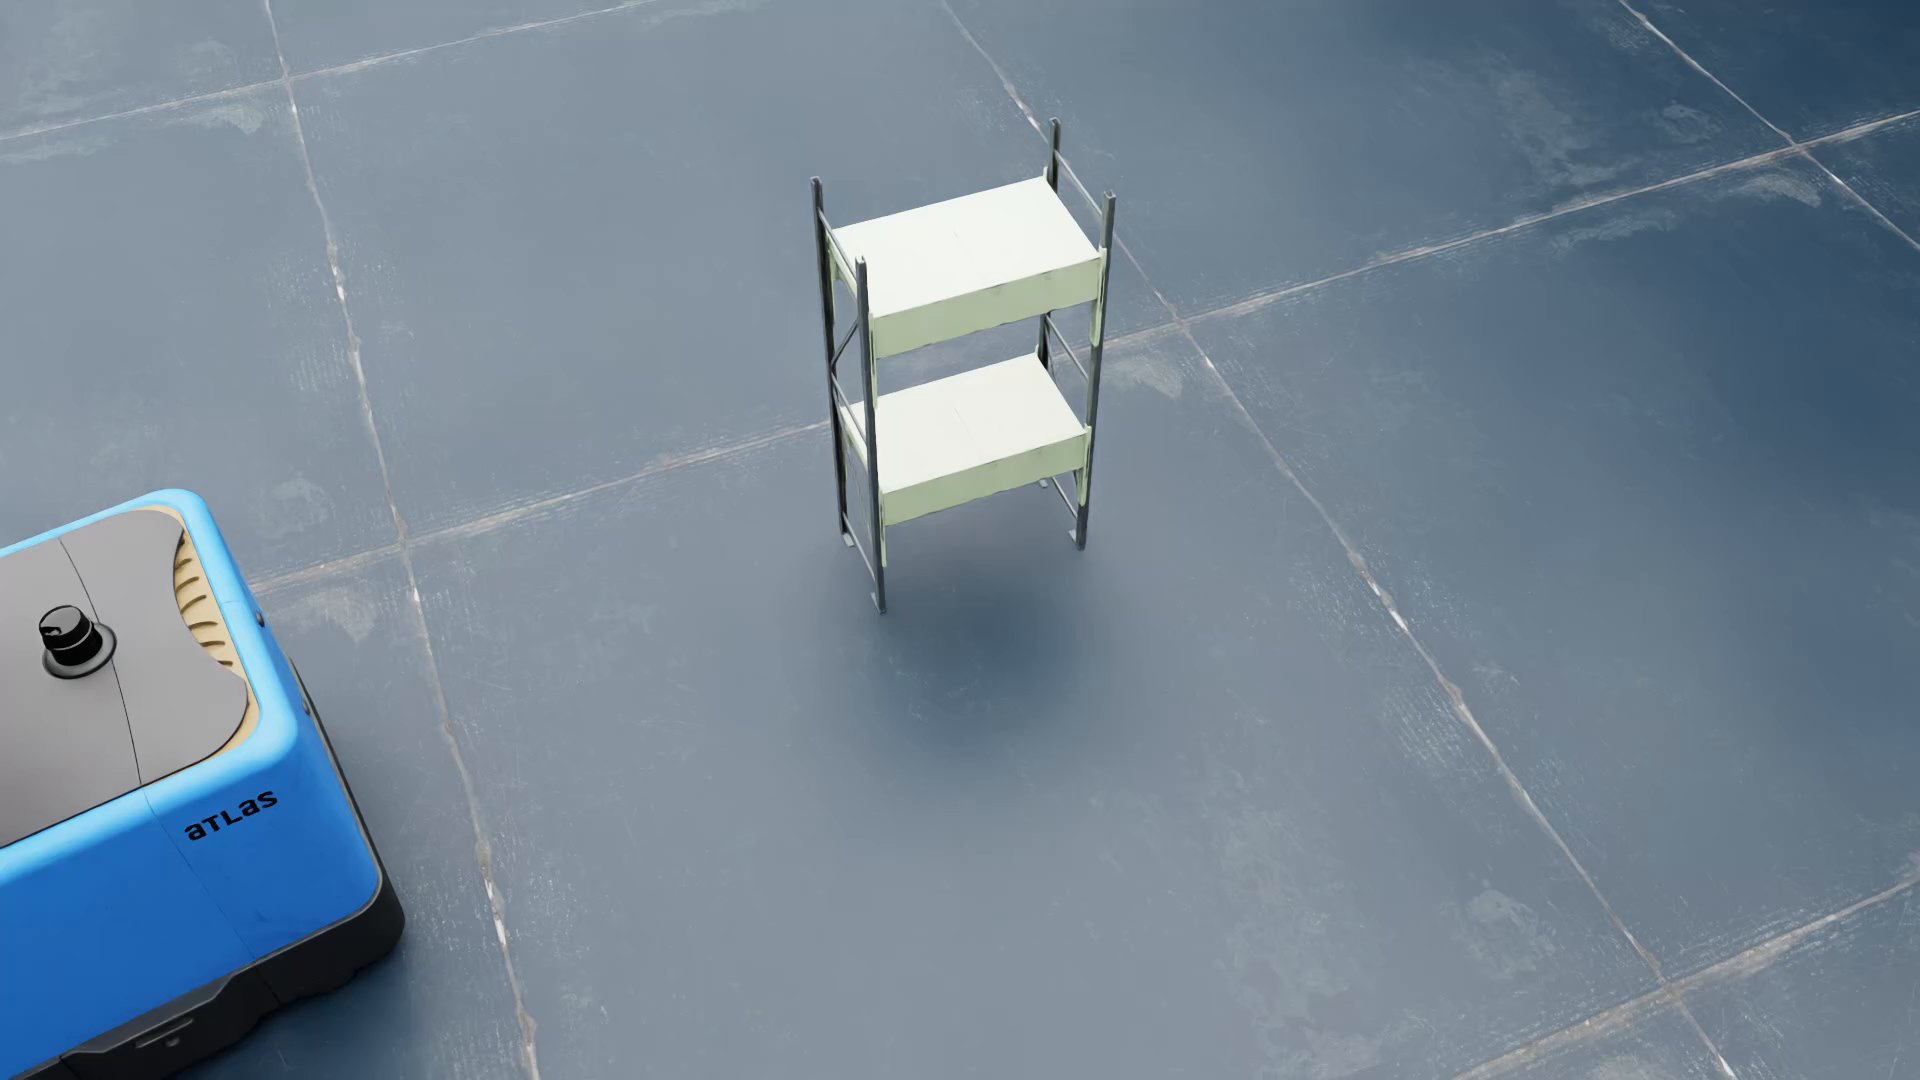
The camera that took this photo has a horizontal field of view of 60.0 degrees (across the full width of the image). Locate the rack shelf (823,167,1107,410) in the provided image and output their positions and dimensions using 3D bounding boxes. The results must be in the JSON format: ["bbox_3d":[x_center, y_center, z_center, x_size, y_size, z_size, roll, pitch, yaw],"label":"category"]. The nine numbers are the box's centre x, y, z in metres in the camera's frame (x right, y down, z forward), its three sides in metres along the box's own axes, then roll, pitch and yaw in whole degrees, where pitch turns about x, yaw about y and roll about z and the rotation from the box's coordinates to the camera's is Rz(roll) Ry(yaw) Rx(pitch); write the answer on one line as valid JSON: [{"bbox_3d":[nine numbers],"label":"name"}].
[{"bbox_3d":[0.006,-0.745,4.887,0.720,0.370,0.431,-17,52,-14],"label":"rack shelf"}]

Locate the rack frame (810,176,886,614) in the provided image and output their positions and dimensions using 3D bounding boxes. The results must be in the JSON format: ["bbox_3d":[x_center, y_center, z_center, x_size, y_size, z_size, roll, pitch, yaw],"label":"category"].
[{"bbox_3d":[-0.333,-0.386,5.093,0.023,1.500,0.400,-17,52,-14],"label":"rack frame"}]

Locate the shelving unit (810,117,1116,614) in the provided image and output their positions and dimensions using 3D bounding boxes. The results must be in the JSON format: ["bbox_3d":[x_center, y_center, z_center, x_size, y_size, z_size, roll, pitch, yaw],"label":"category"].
[{"bbox_3d":[0.006,-0.491,5.183,0.755,1.500,0.431,-17,52,-14],"label":"shelving unit"}]

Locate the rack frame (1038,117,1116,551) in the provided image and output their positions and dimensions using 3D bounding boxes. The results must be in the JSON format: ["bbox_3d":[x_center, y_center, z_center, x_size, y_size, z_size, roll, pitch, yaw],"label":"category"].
[{"bbox_3d":[0.345,-0.596,5.273,0.023,1.500,0.400,-17,52,-14],"label":"rack frame"}]

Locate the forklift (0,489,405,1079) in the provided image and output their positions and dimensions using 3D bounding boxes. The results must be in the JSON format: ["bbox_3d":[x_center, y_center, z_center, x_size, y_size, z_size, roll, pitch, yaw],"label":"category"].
[{"bbox_3d":[-3.102,0.476,3.409,3.031,2.935,1.130,-25,54,-20],"label":"forklift"}]

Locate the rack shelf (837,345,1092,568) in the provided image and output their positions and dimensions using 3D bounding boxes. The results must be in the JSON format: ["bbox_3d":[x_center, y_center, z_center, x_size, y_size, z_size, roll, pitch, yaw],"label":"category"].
[{"bbox_3d":[0.006,-0.278,5.430,0.720,0.370,0.431,-17,52,-14],"label":"rack shelf"}]
